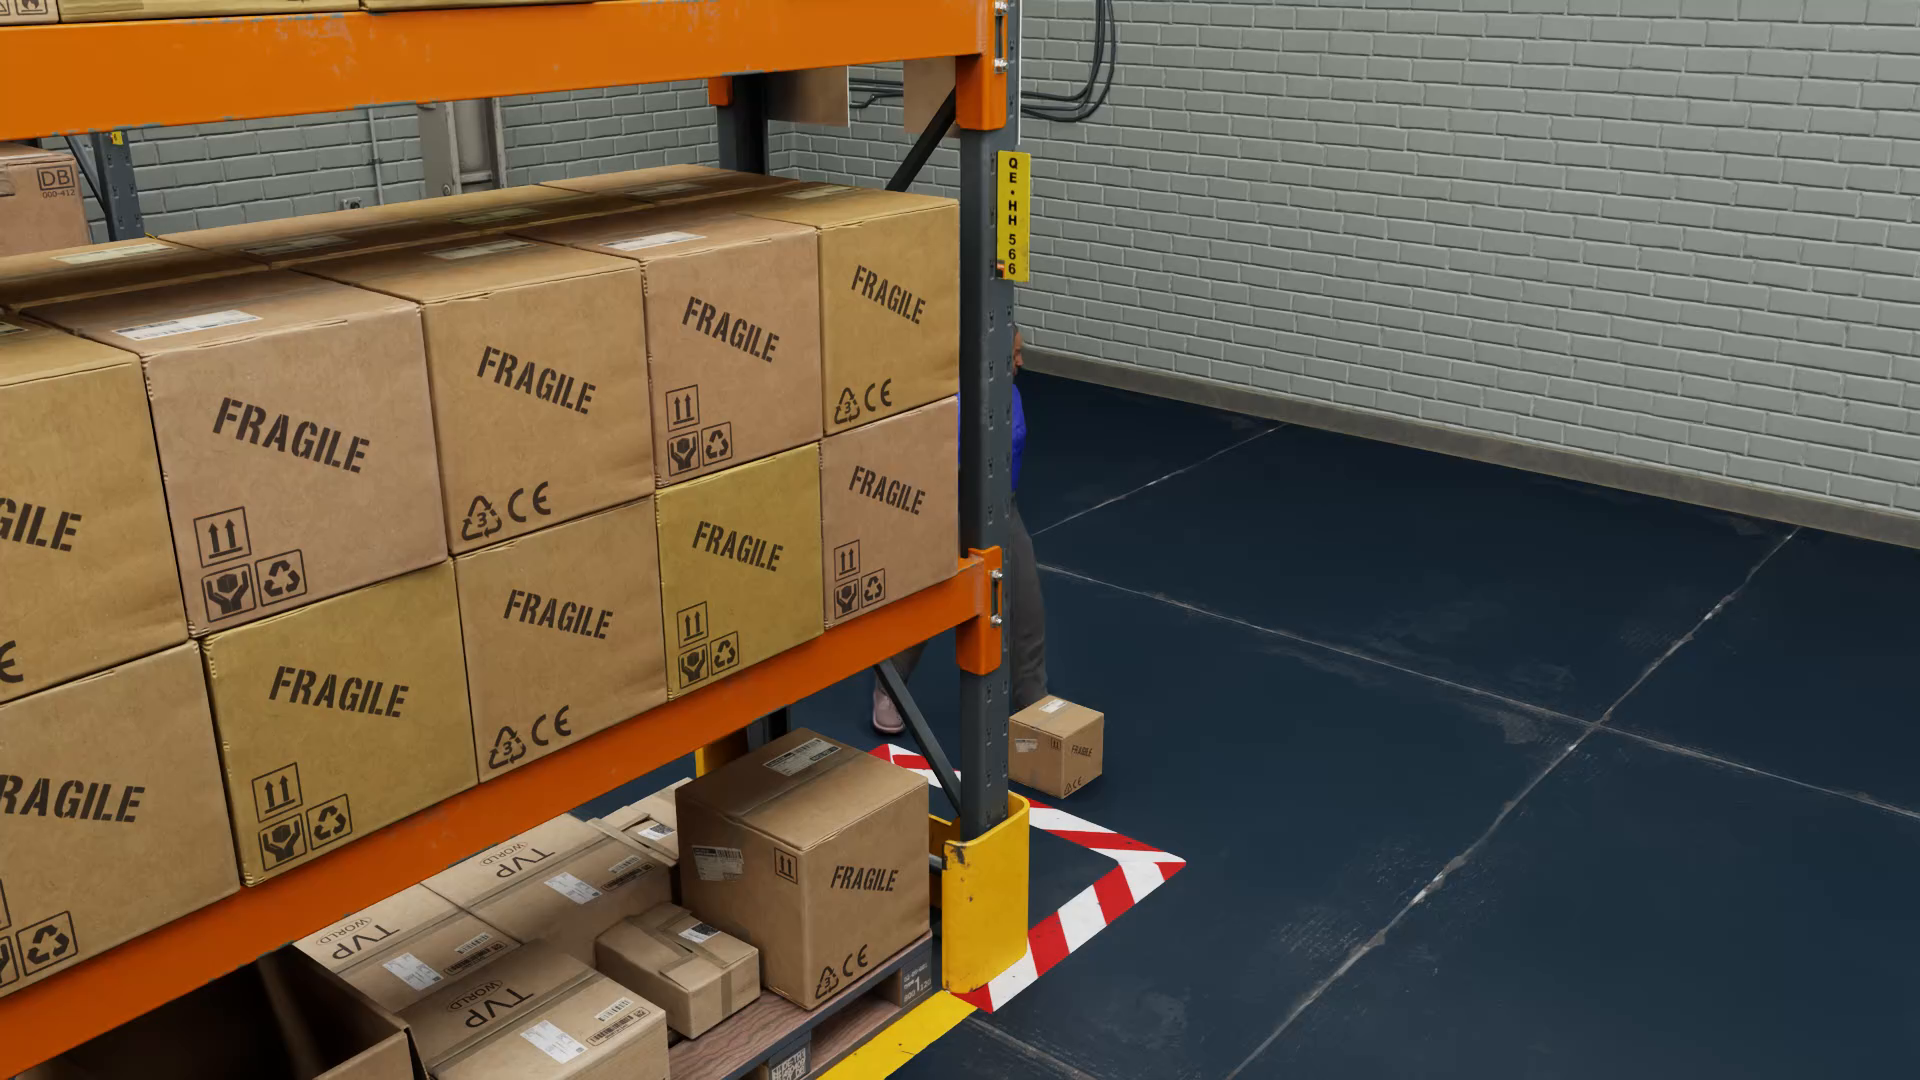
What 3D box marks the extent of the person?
[{"bbox_3d":[0.036,-0.038,6.202,0.770,1.633,0.590,18,27,40],"label":"person"}]
